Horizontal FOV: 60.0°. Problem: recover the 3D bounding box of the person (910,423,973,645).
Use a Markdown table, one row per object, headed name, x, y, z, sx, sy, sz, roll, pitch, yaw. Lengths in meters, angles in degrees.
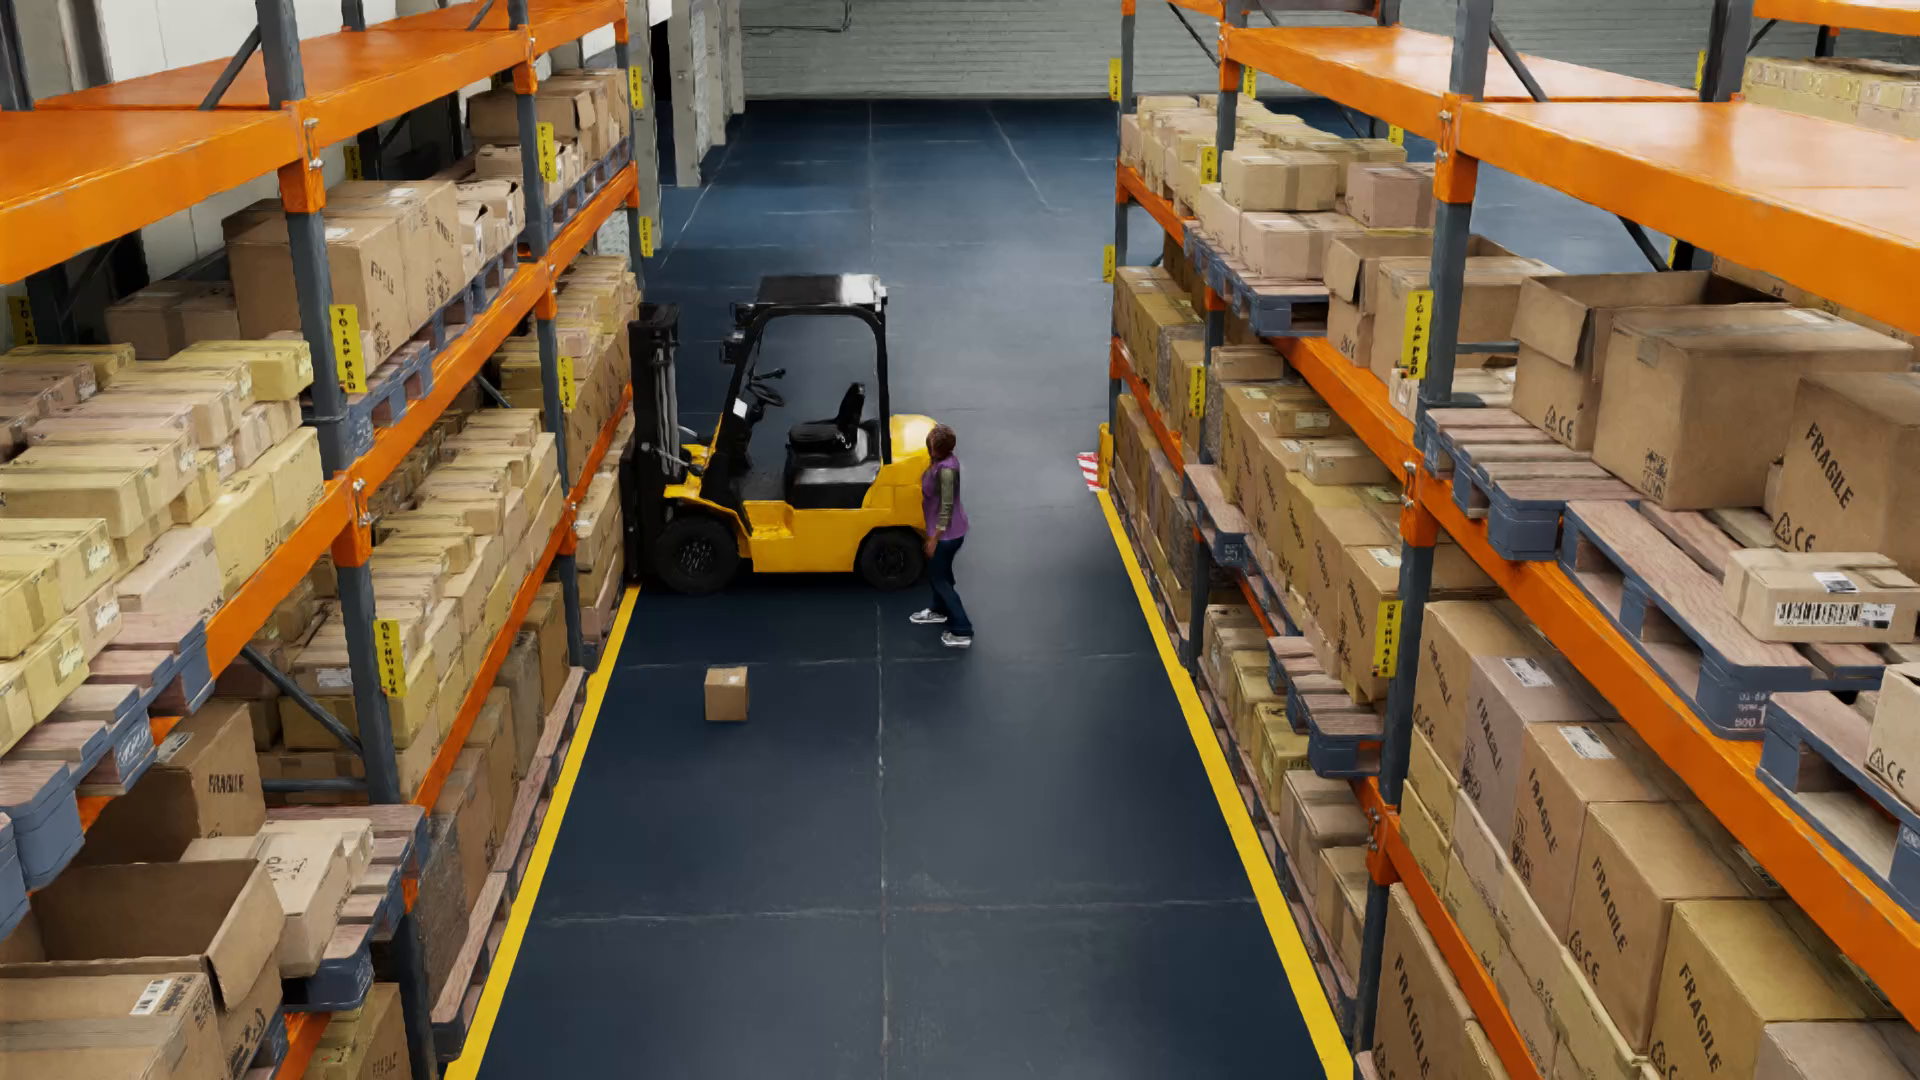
| name | x | y | z | sx | sy | sz | roll | pitch | yaw |
| --- | --- | --- | --- | --- | --- | --- | --- | --- | --- |
| person | -0.134 | -0.068 | 11.296 | 0.495 | 1.578 | 0.550 | 2 | 21 | 6 |
